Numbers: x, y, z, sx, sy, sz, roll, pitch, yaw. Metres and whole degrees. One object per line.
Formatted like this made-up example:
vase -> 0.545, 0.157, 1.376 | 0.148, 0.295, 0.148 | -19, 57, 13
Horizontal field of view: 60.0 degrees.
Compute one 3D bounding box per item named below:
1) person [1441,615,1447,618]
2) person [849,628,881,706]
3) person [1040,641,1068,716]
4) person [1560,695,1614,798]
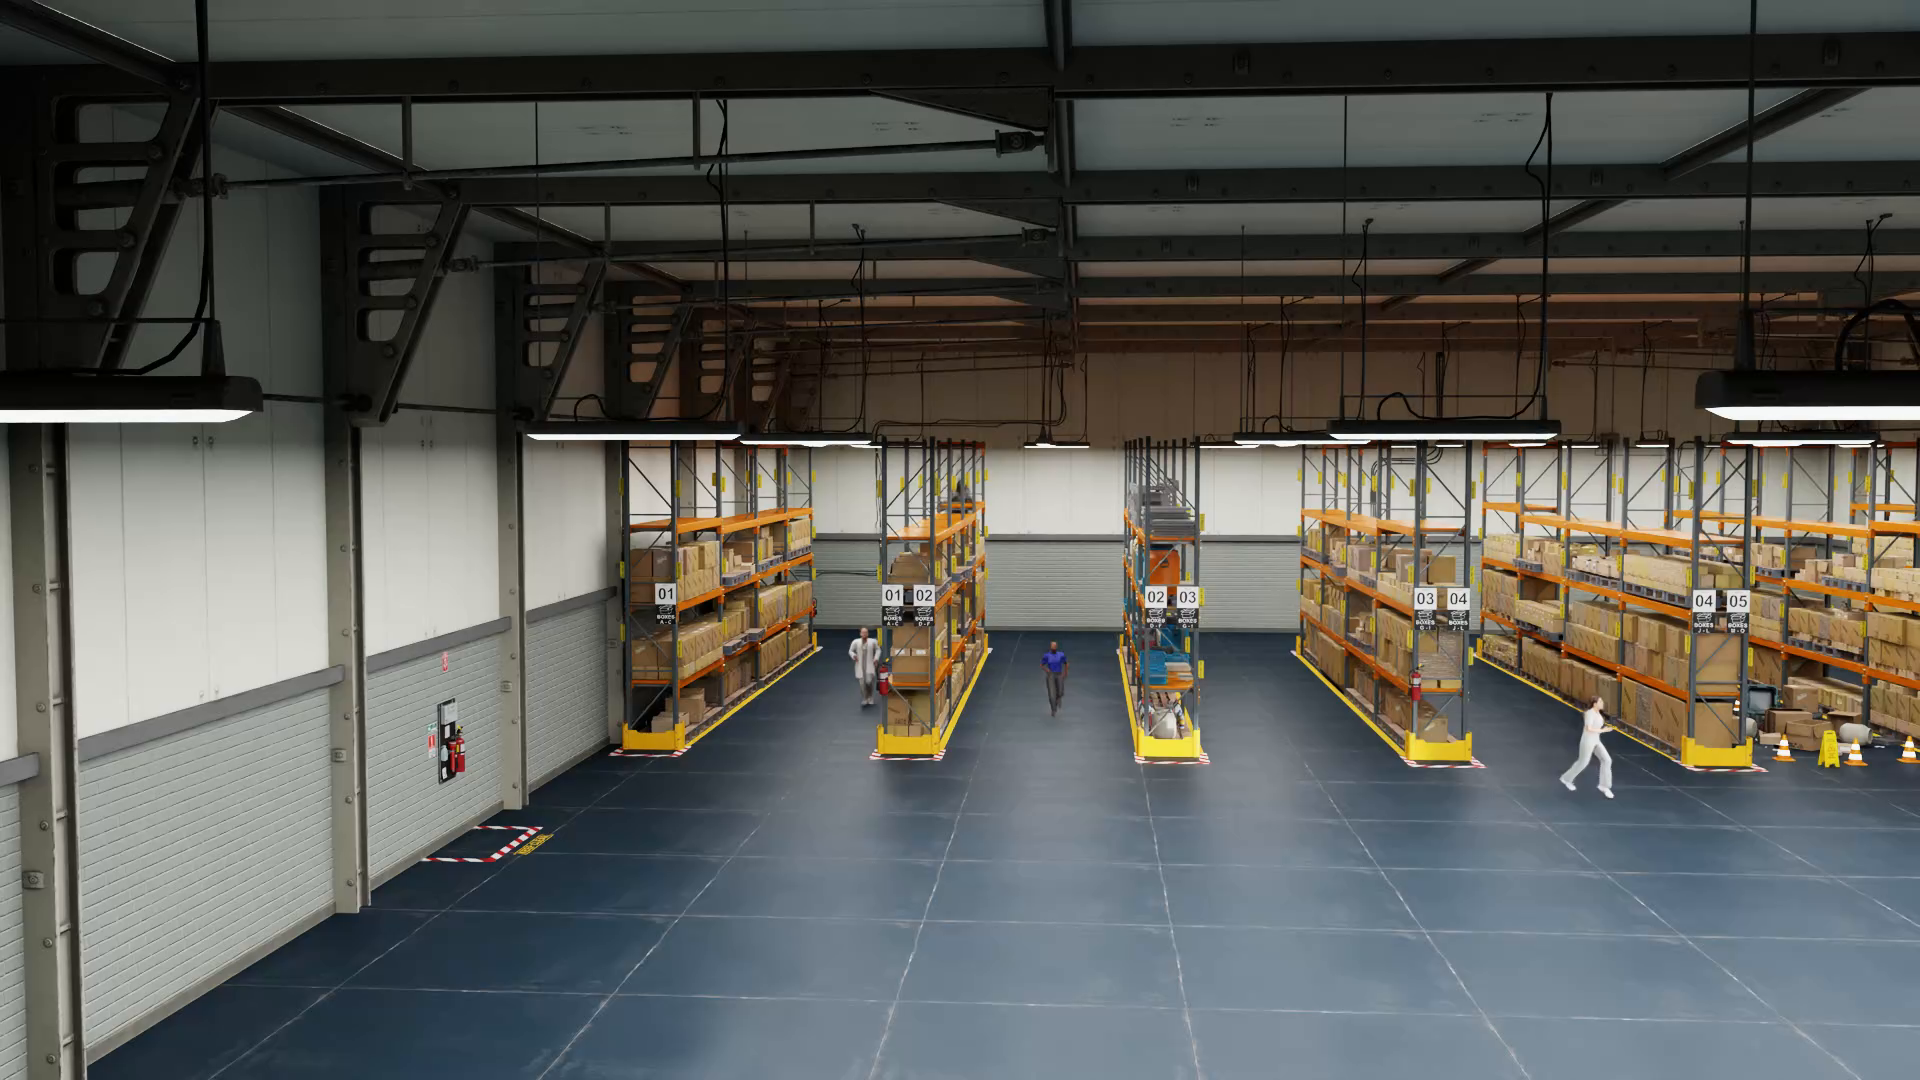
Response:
person -> 13.155, 2.441, 45.911 | 0.725, 1.655, 0.558 | 0, 3, 9
person -> -2.150, 2.856, 37.311 | 0.711, 1.748, 0.691 | 0, 3, 1
person -> 2.050, 3.002, 36.036 | 0.629, 1.609, 0.528 | 0, 3, -3
person -> 10.458, 3.411, 27.689 | 0.902, 1.707, 0.587 | 2, 4, 39
